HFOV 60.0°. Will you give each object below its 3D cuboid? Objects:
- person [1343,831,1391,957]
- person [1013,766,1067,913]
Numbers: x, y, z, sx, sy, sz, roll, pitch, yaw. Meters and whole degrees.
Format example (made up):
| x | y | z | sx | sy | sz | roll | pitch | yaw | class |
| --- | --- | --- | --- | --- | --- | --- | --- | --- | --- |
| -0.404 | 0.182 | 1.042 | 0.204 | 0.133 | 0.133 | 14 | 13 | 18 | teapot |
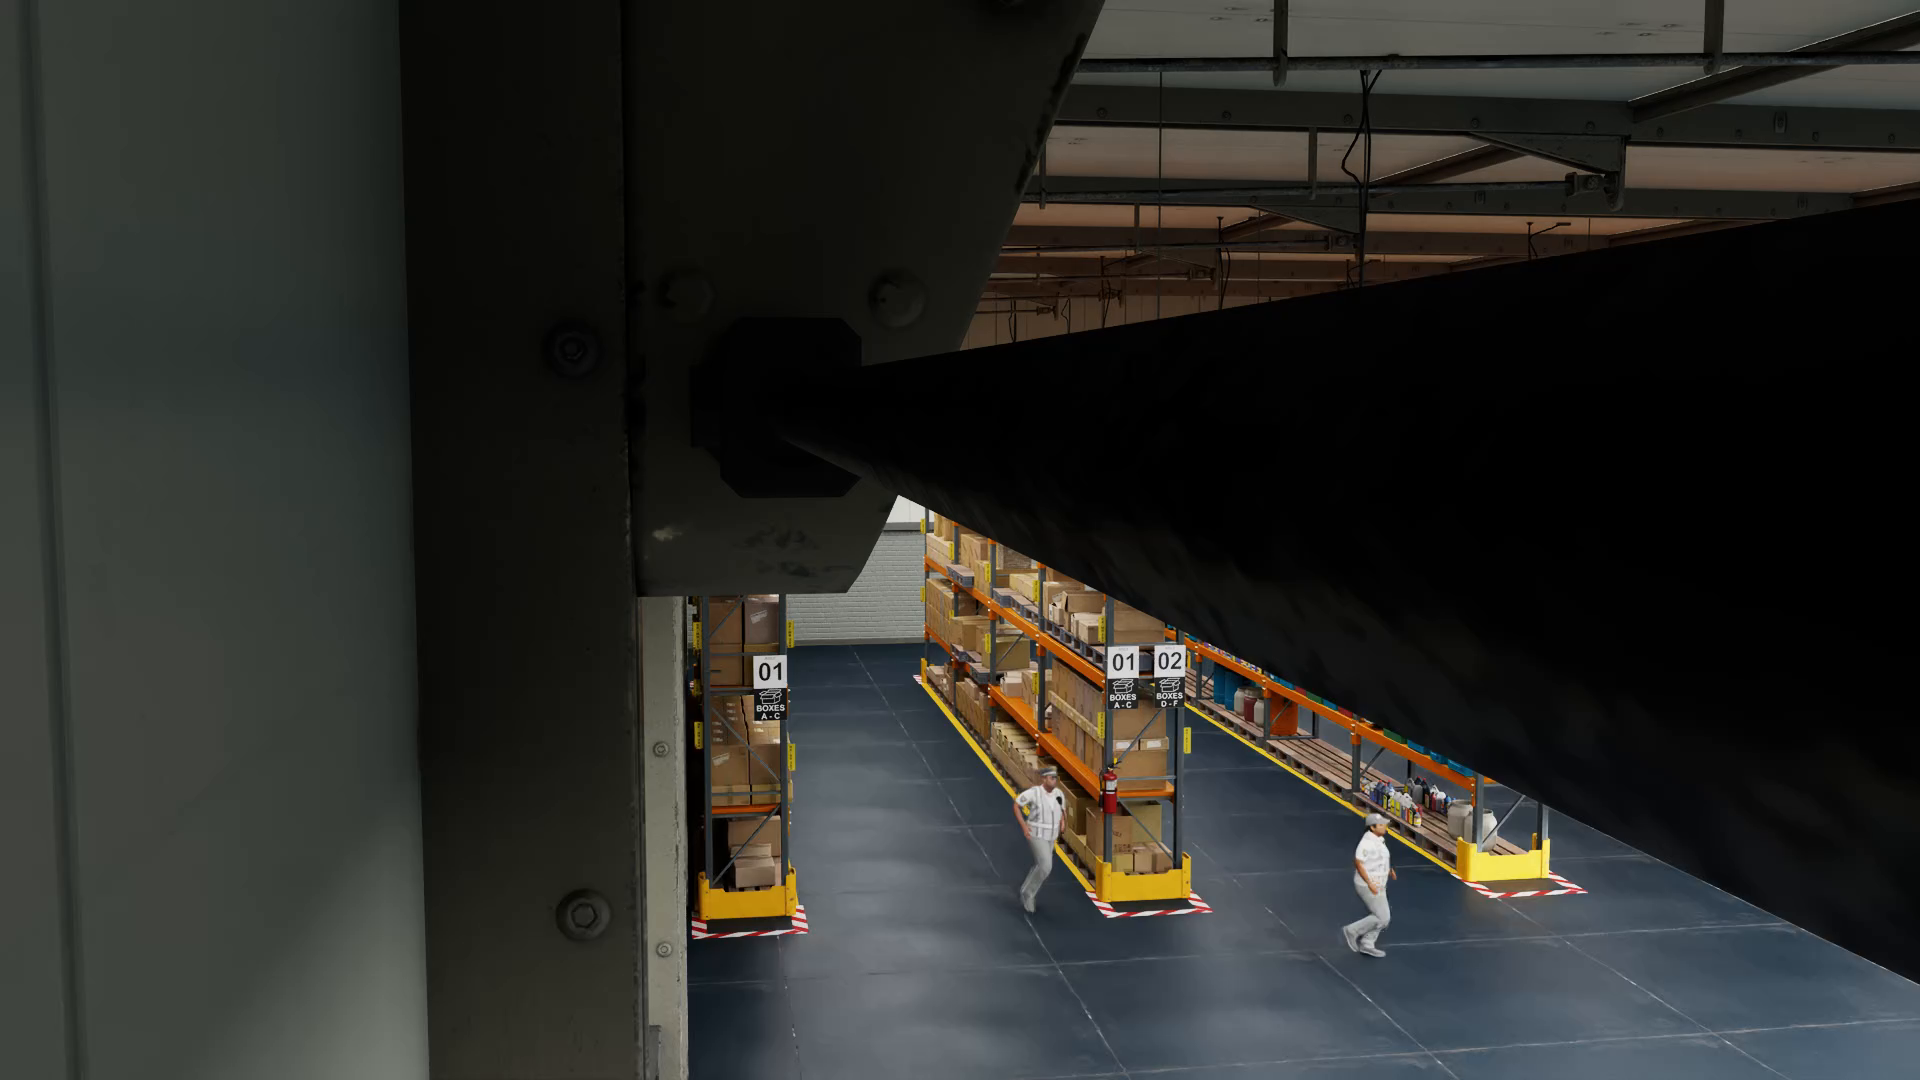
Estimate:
| x | y | z | sx | sy | sz | roll | pitch | yaw | class |
| --- | --- | --- | --- | --- | --- | --- | --- | --- | --- |
| 4.613 | 3.978 | 18.758 | 0.523 | 1.429 | 0.590 | 2 | 5 | 22 | person |
| 1.033 | 3.671 | 20.503 | 0.682 | 1.785 | 0.653 | -4 | 7 | -41 | person |
